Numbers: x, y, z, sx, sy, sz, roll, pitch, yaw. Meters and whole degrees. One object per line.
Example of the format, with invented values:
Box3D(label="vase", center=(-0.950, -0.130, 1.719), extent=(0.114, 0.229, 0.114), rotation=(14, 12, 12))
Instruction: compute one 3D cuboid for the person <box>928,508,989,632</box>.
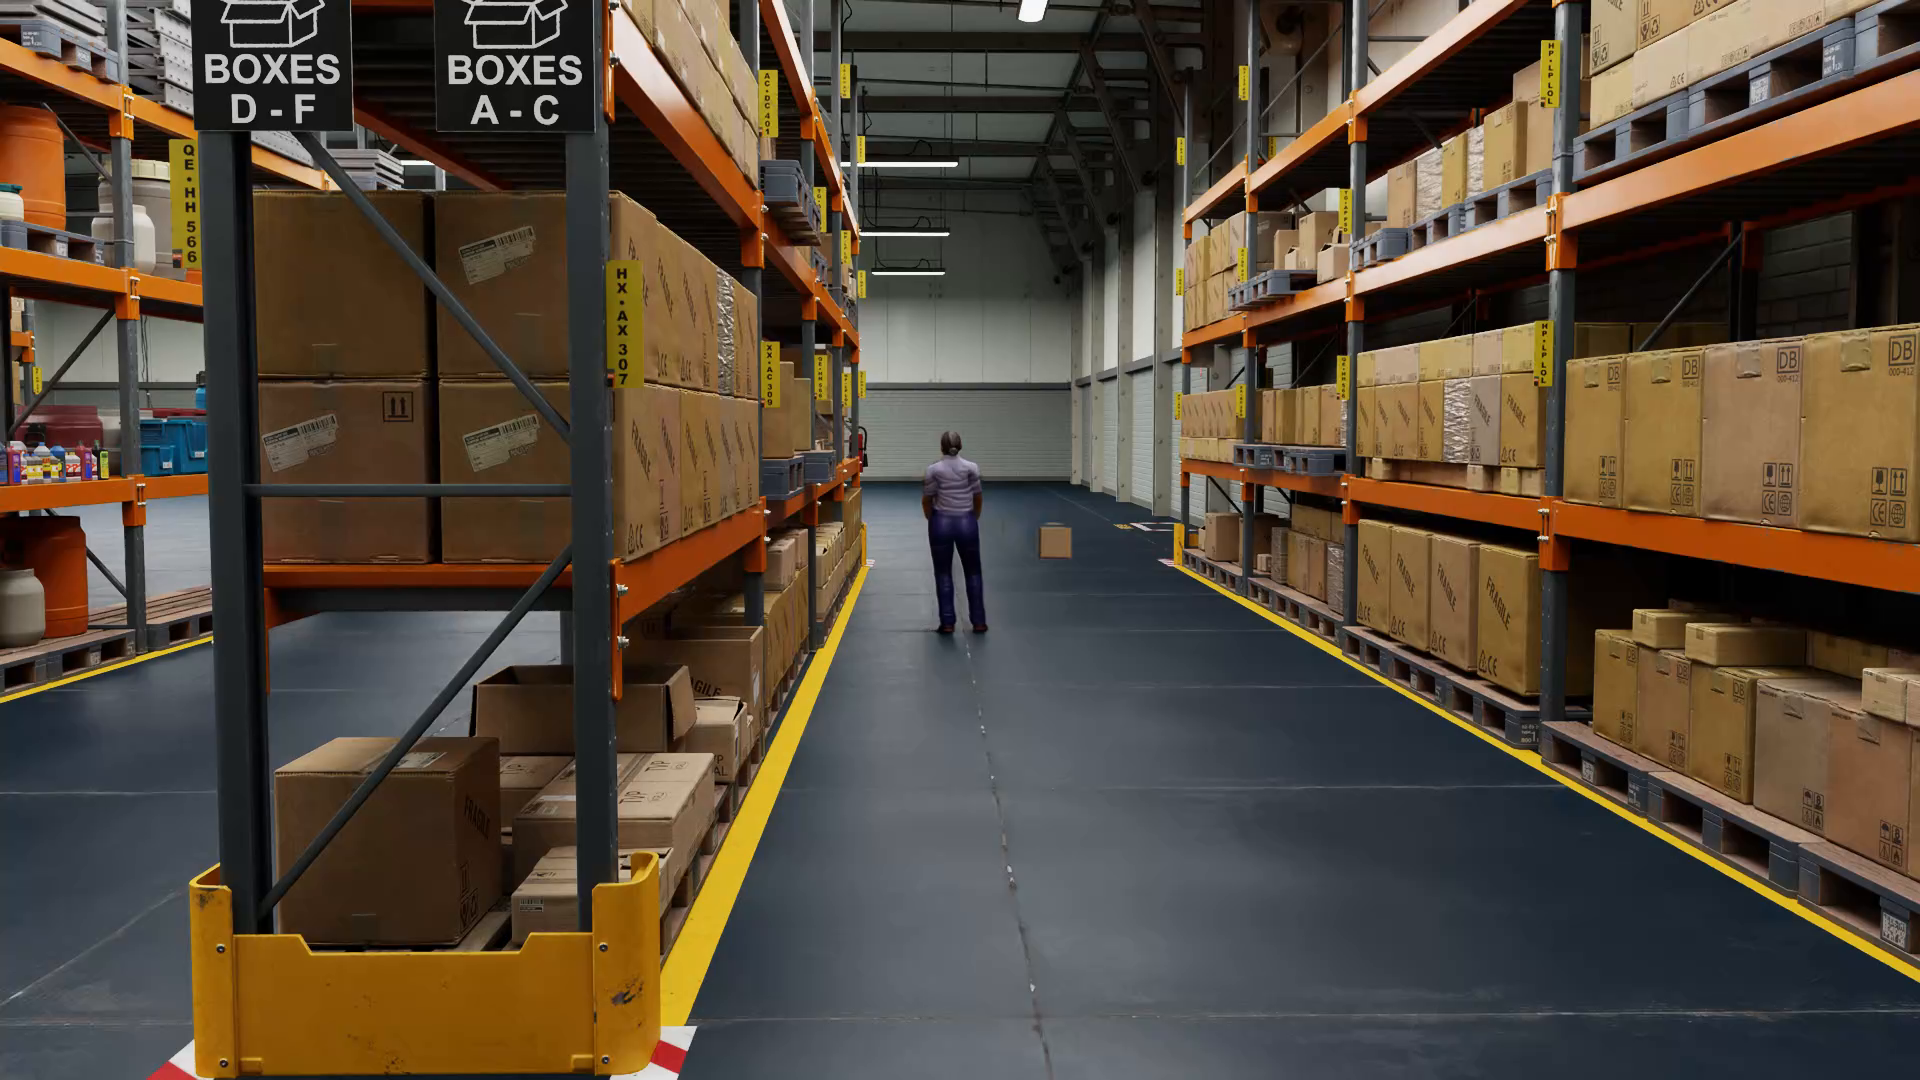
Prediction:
Box3D(label="person", center=(-0.011, 0.239, 13.597), extent=(0.504, 1.028, 0.453), rotation=(0, 4, -2))
